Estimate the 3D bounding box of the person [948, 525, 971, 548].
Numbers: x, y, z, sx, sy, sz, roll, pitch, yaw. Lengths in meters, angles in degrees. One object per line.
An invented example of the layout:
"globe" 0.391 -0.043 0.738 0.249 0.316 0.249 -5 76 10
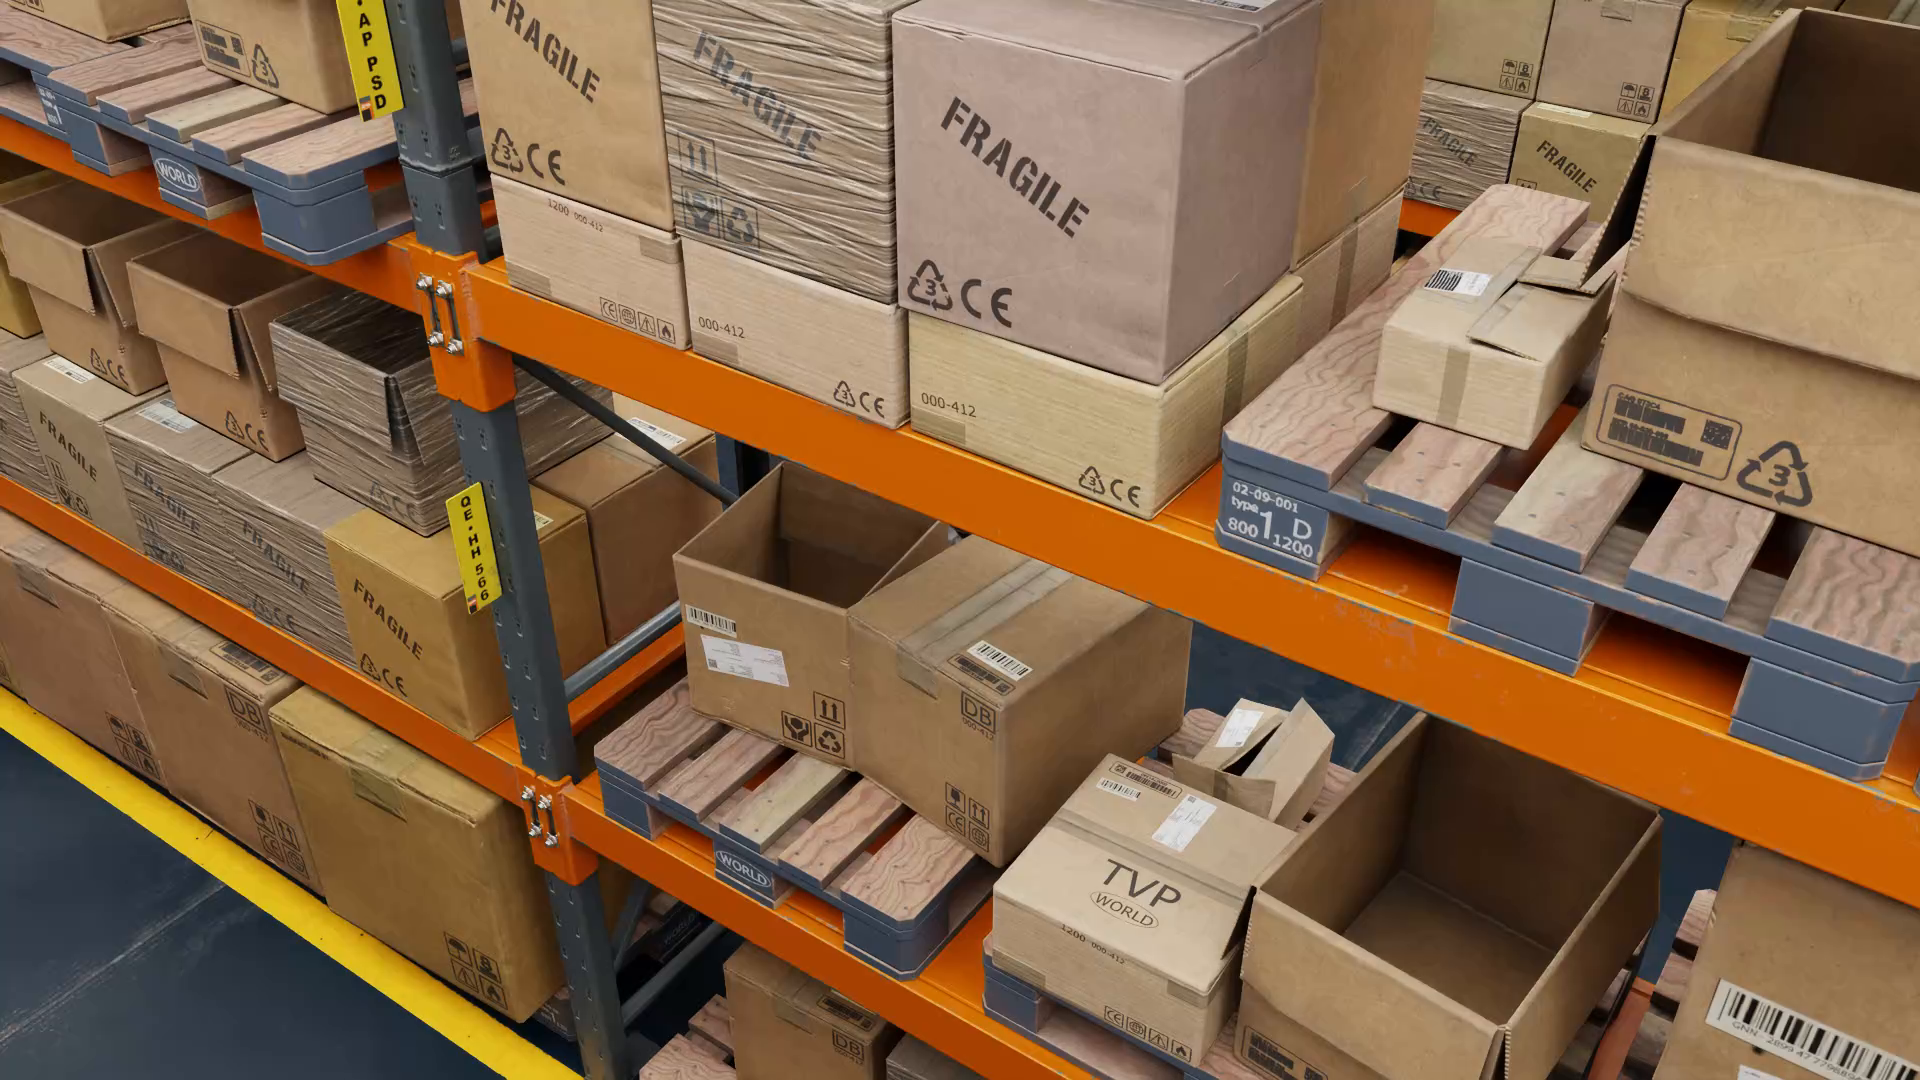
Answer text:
"person" -0.132 -0.424 7.368 0.857 0.979 0.459 21 40 27
